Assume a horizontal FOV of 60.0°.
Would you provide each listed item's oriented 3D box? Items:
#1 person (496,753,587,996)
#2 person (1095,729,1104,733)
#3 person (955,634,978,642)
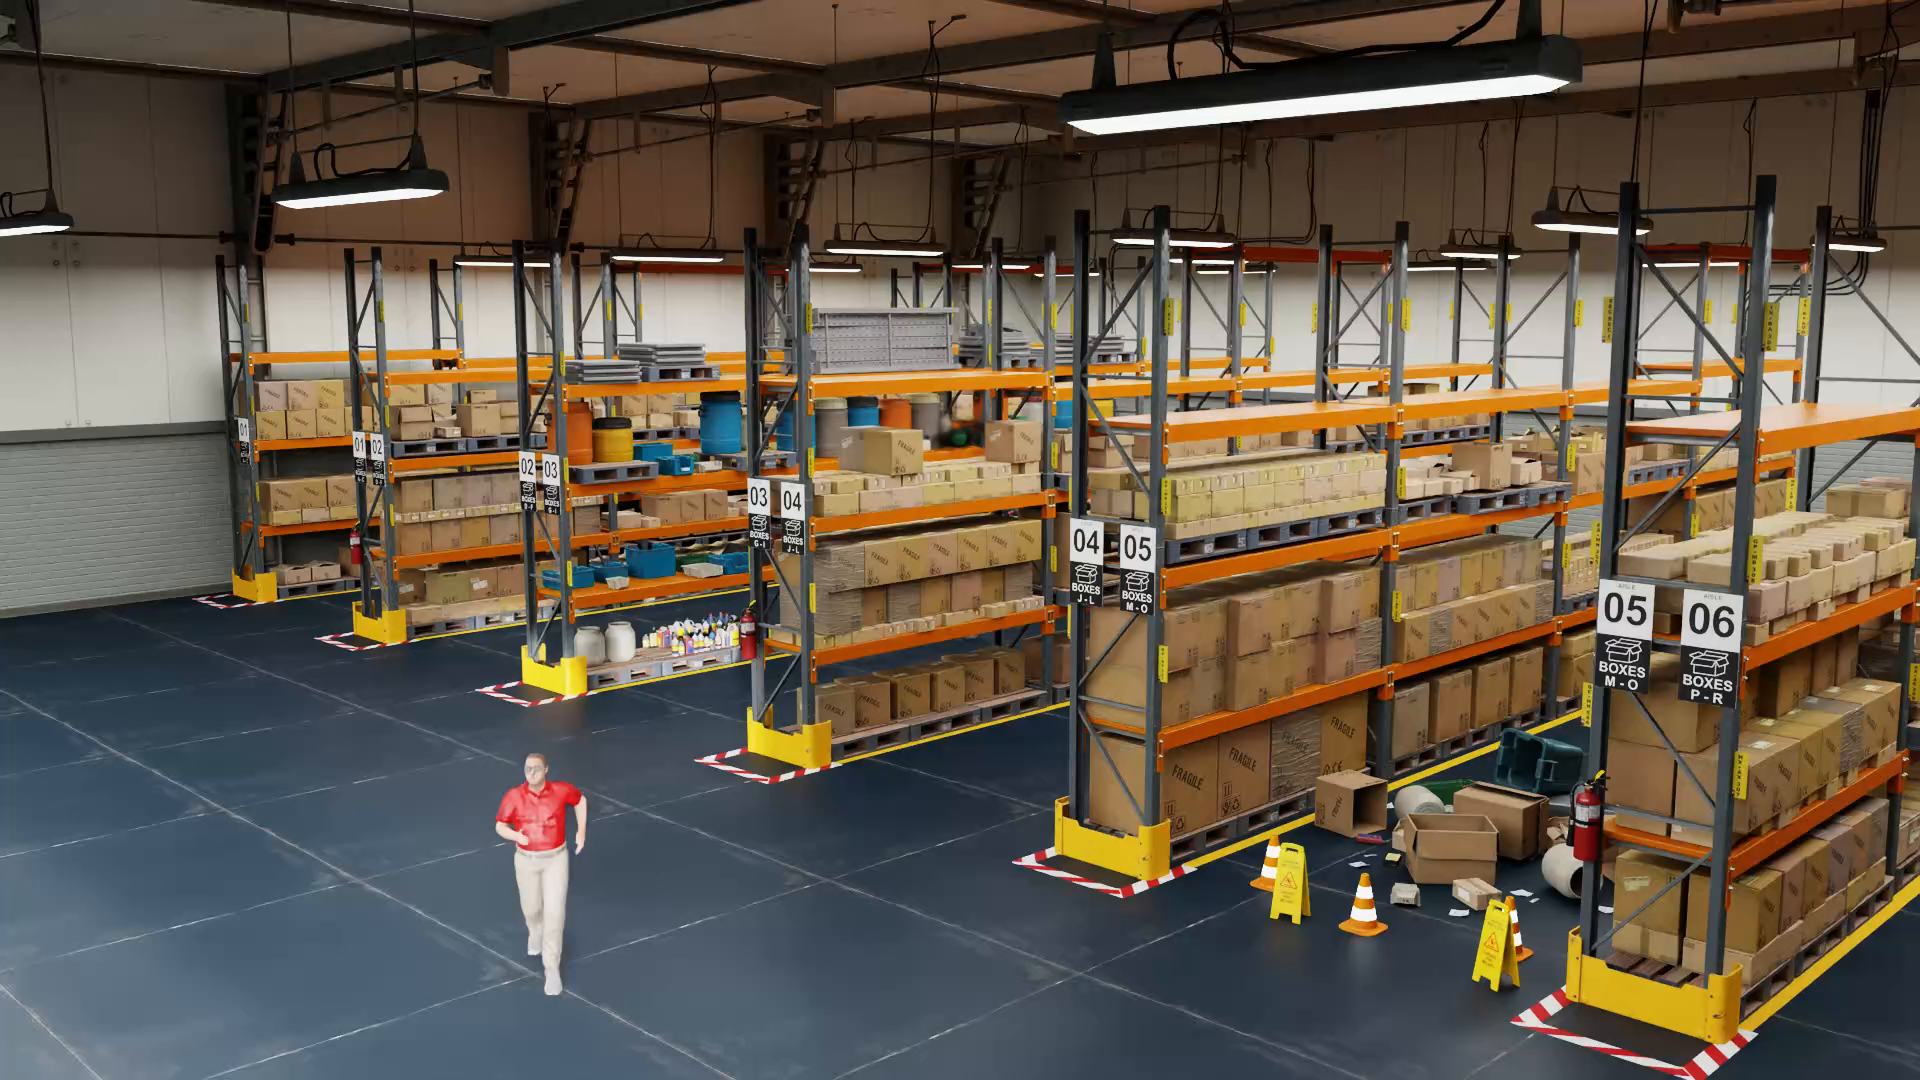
[{"bbox_3d":[-3.232,2.512,12.855,0.669,1.743,0.968,-1,8,-8],"label":"person"},{"bbox_3d":[1.677,1.719,18.593,0.619,1.663,0.684,5,9,30],"label":"person"},{"bbox_3d":[0.042,0.667,24.154,0.585,1.690,0.625,4,9,28],"label":"person"}]
